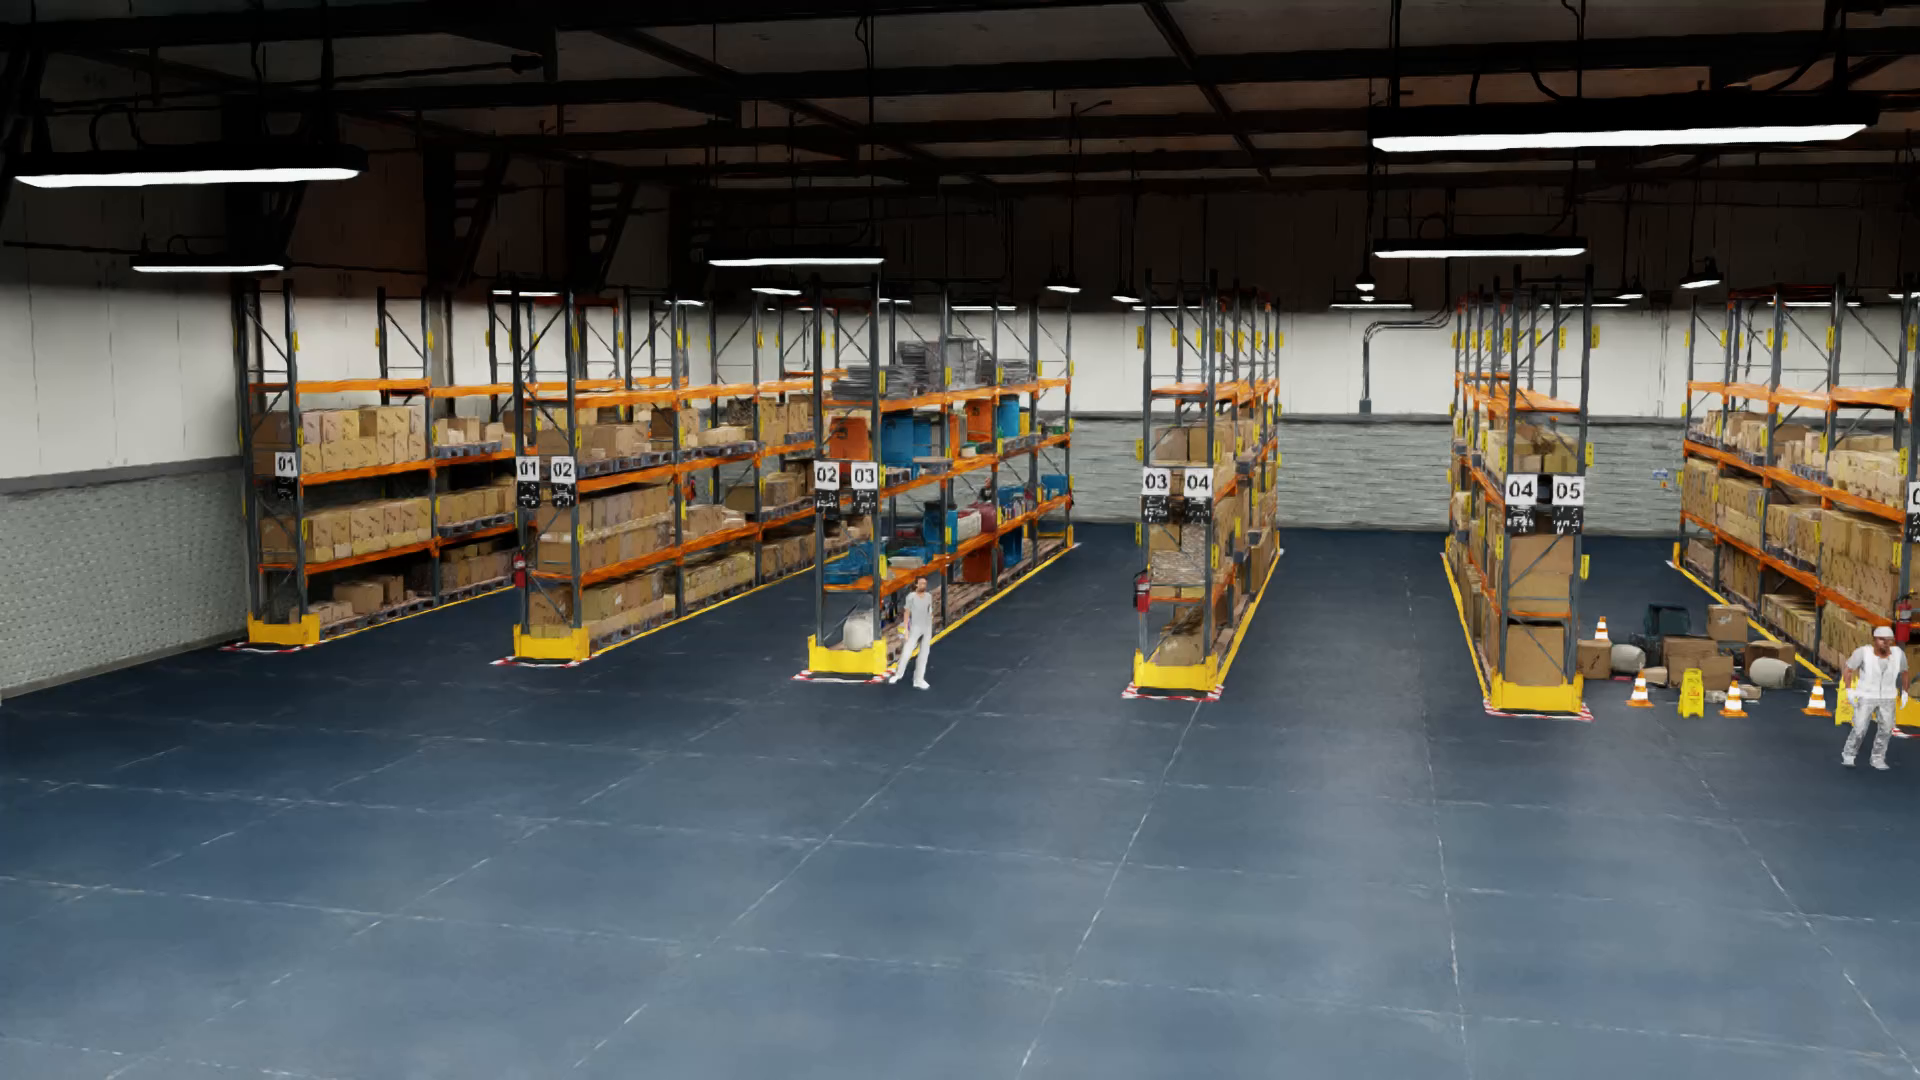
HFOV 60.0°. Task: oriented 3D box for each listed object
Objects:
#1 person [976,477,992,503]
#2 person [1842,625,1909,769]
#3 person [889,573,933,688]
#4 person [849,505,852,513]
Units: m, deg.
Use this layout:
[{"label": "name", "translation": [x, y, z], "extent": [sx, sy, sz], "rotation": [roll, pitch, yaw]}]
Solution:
[{"label": "person", "translation": [0.720, -0.730, 40.971], "extent": [0.677, 1.673, 0.530], "rotation": [2, 7, 13]}, {"label": "person", "translation": [10.669, 1.832, 19.393], "extent": [0.690, 1.735, 0.549], "rotation": [2, 7, 13]}, {"label": "person", "translation": [-0.704, 1.306, 24.003], "extent": [0.633, 1.660, 0.497], "rotation": [-3, 8, -27]}, {"label": "person", "translation": [-2.584, -1.065, 43.994], "extent": [0.505, 1.592, 0.939], "rotation": [5, 8, 35]}]
